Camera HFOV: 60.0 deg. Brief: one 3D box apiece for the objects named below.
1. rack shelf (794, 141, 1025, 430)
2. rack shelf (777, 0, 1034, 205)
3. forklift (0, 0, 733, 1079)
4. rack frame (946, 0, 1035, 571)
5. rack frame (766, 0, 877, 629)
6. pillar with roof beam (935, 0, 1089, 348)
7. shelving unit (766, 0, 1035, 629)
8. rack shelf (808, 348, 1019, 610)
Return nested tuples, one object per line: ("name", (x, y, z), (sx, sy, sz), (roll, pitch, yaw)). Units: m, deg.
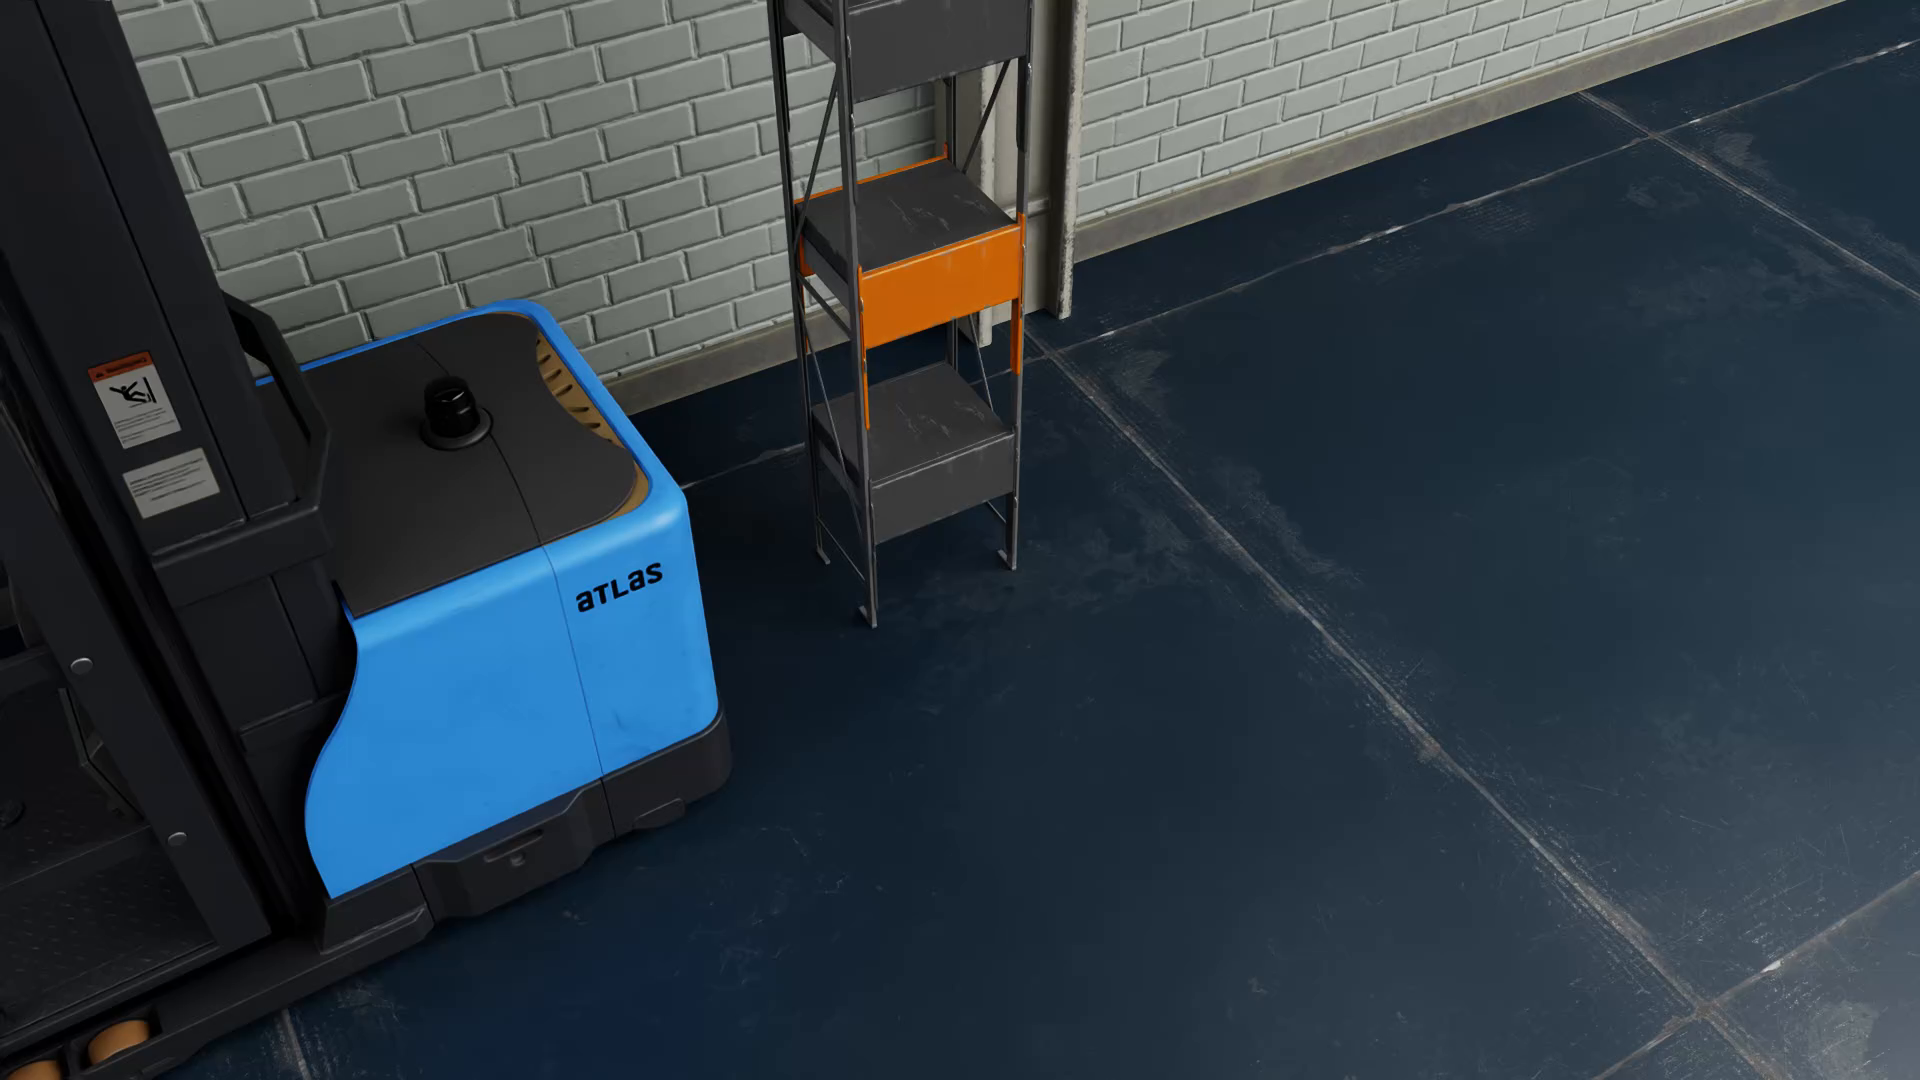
("rack shelf", (-0.144, -0.686, 4.469), (0.480, 0.518, 0.431), (-22, 48, -21))
("rack shelf", (-0.143, -1.189, 3.981), (0.480, 0.518, 0.431), (-22, 48, -21))
("forklift", (-2.140, -0.114, 3.263), (3.031, 2.935, 1.130), (-23, 49, -22))
("rack frame", (0.068, -0.781, 4.547), (0.015, 2.100, 0.400), (-22, 48, -21))
("rack frame", (-0.355, -0.611, 4.372), (0.015, 2.100, 0.400), (-22, 48, -21))
("pillar with roof beam", (2.306, -1.479, 0.312), (0.400, 9.000, 9.100), (-22, 48, -21))
("shelving unit", (-0.144, -0.696, 4.460), (0.503, 2.100, 0.431), (-22, 48, -21))
("rack shelf", (-0.144, -0.184, 4.957), (0.480, 0.518, 0.431), (-22, 48, -21))
